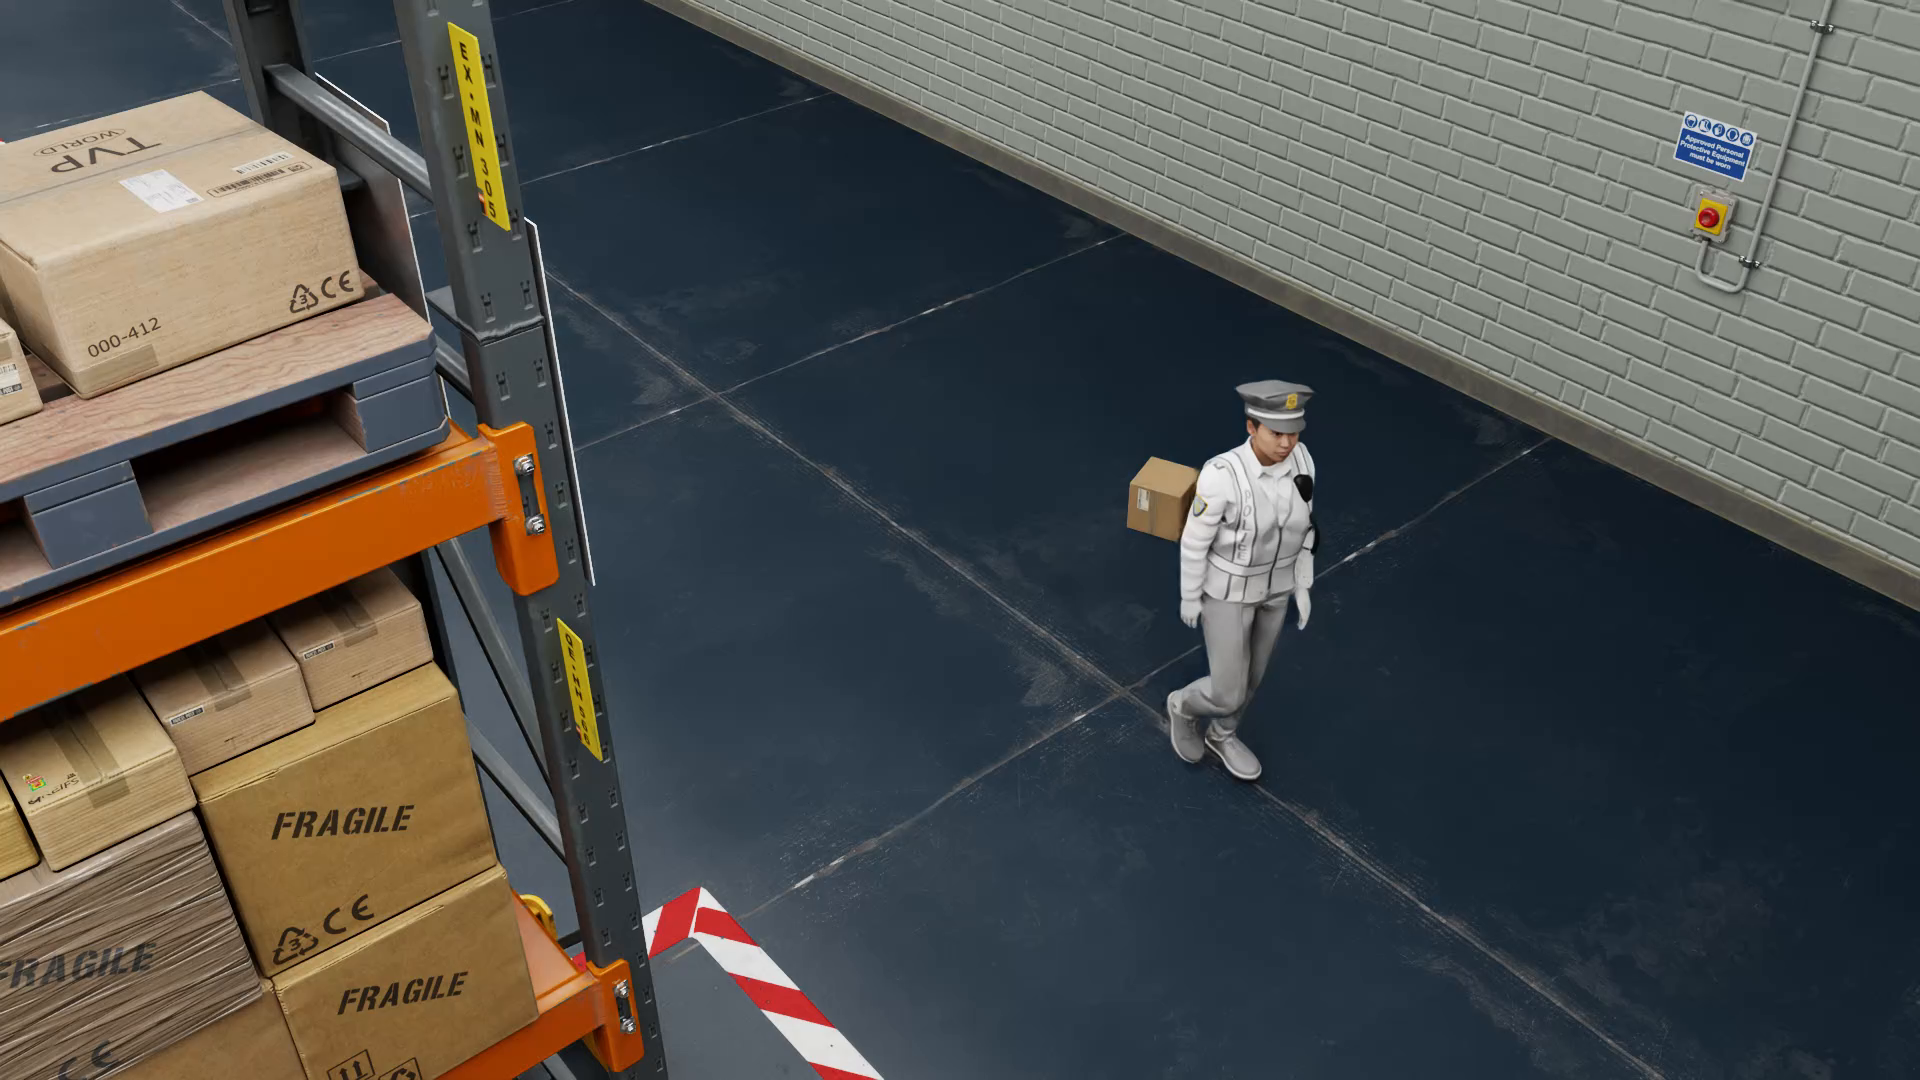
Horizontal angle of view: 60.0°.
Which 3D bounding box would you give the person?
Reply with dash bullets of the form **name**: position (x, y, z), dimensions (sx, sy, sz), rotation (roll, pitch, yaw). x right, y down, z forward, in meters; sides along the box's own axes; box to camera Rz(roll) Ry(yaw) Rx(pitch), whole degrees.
- **person**: position (1.005, 0.163, 5.860), dimensions (0.492, 1.682, 0.435), rotation (-17, 40, -22)
